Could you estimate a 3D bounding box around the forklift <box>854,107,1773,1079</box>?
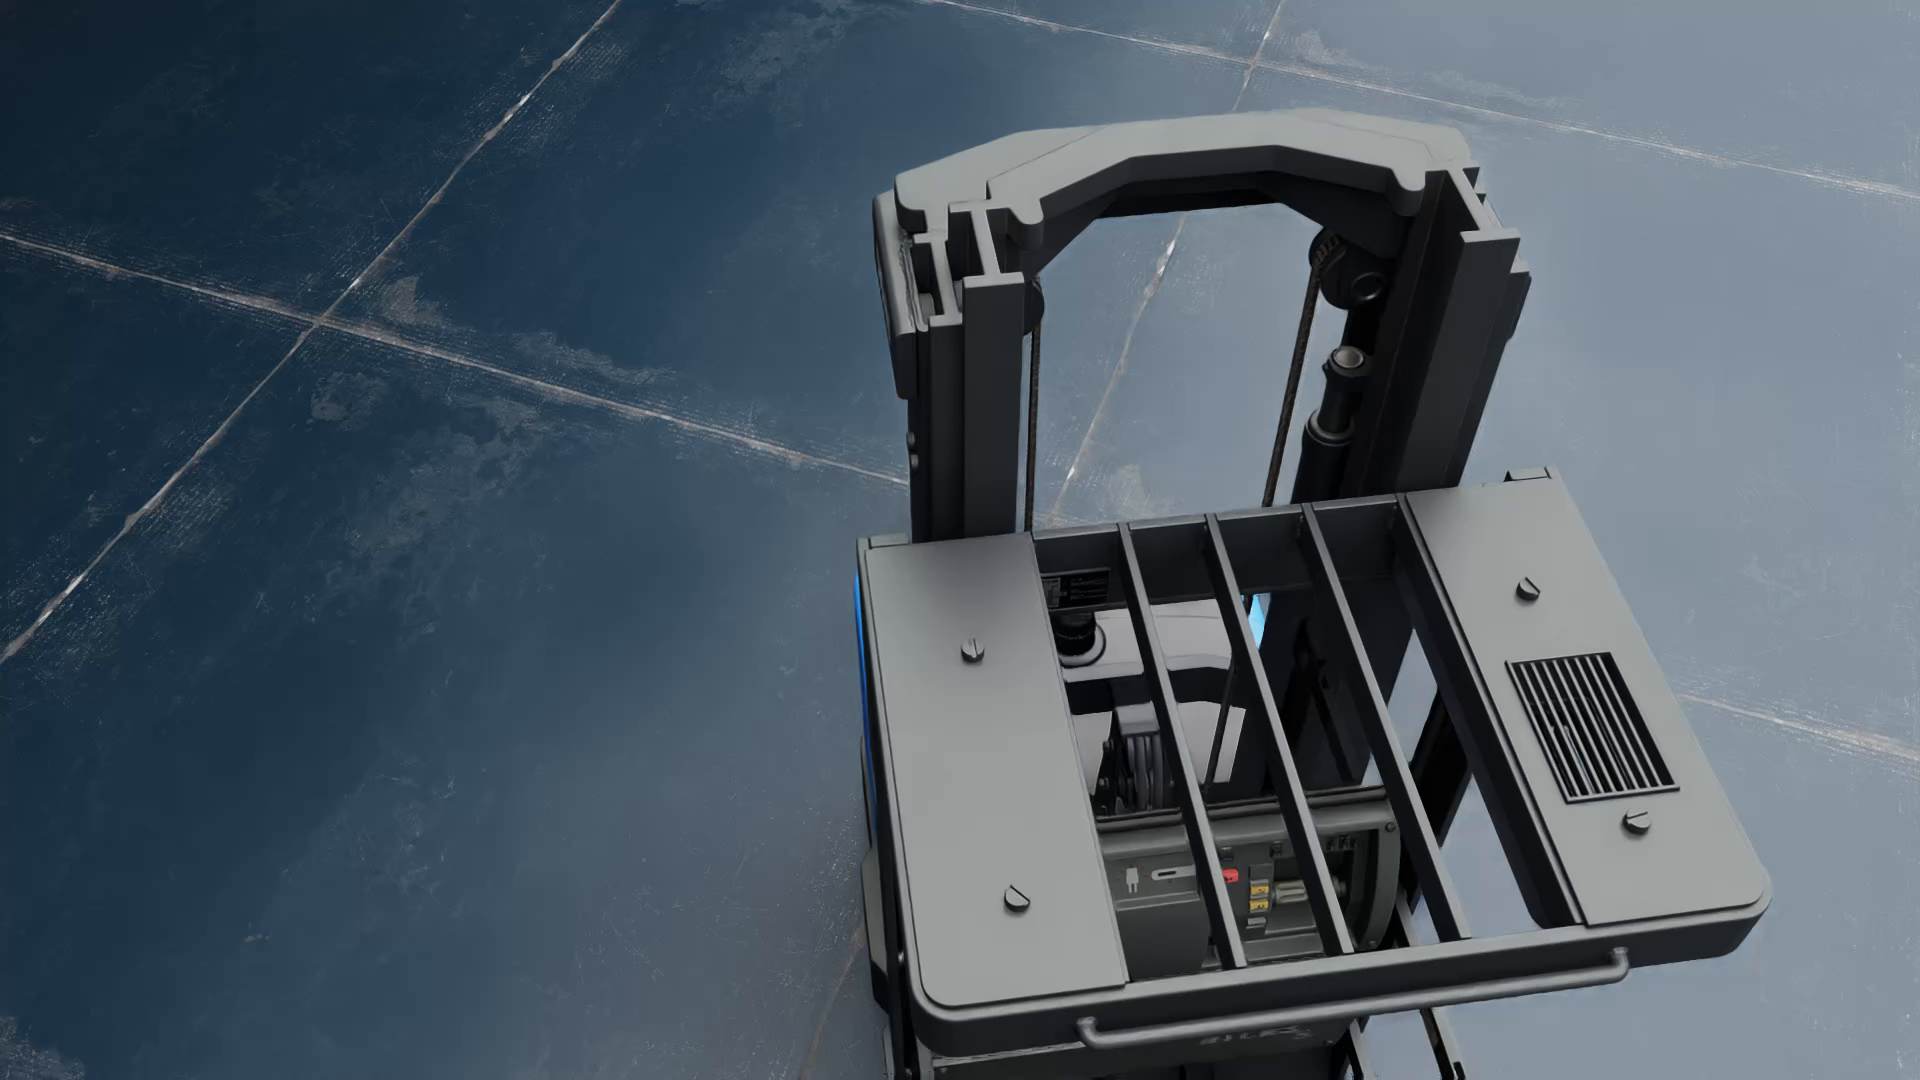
[{"bbox_3d":[0.424,0.842,3.080,1.130,2.935,3.031,-6,49,-5],"label":"forklift"}]
